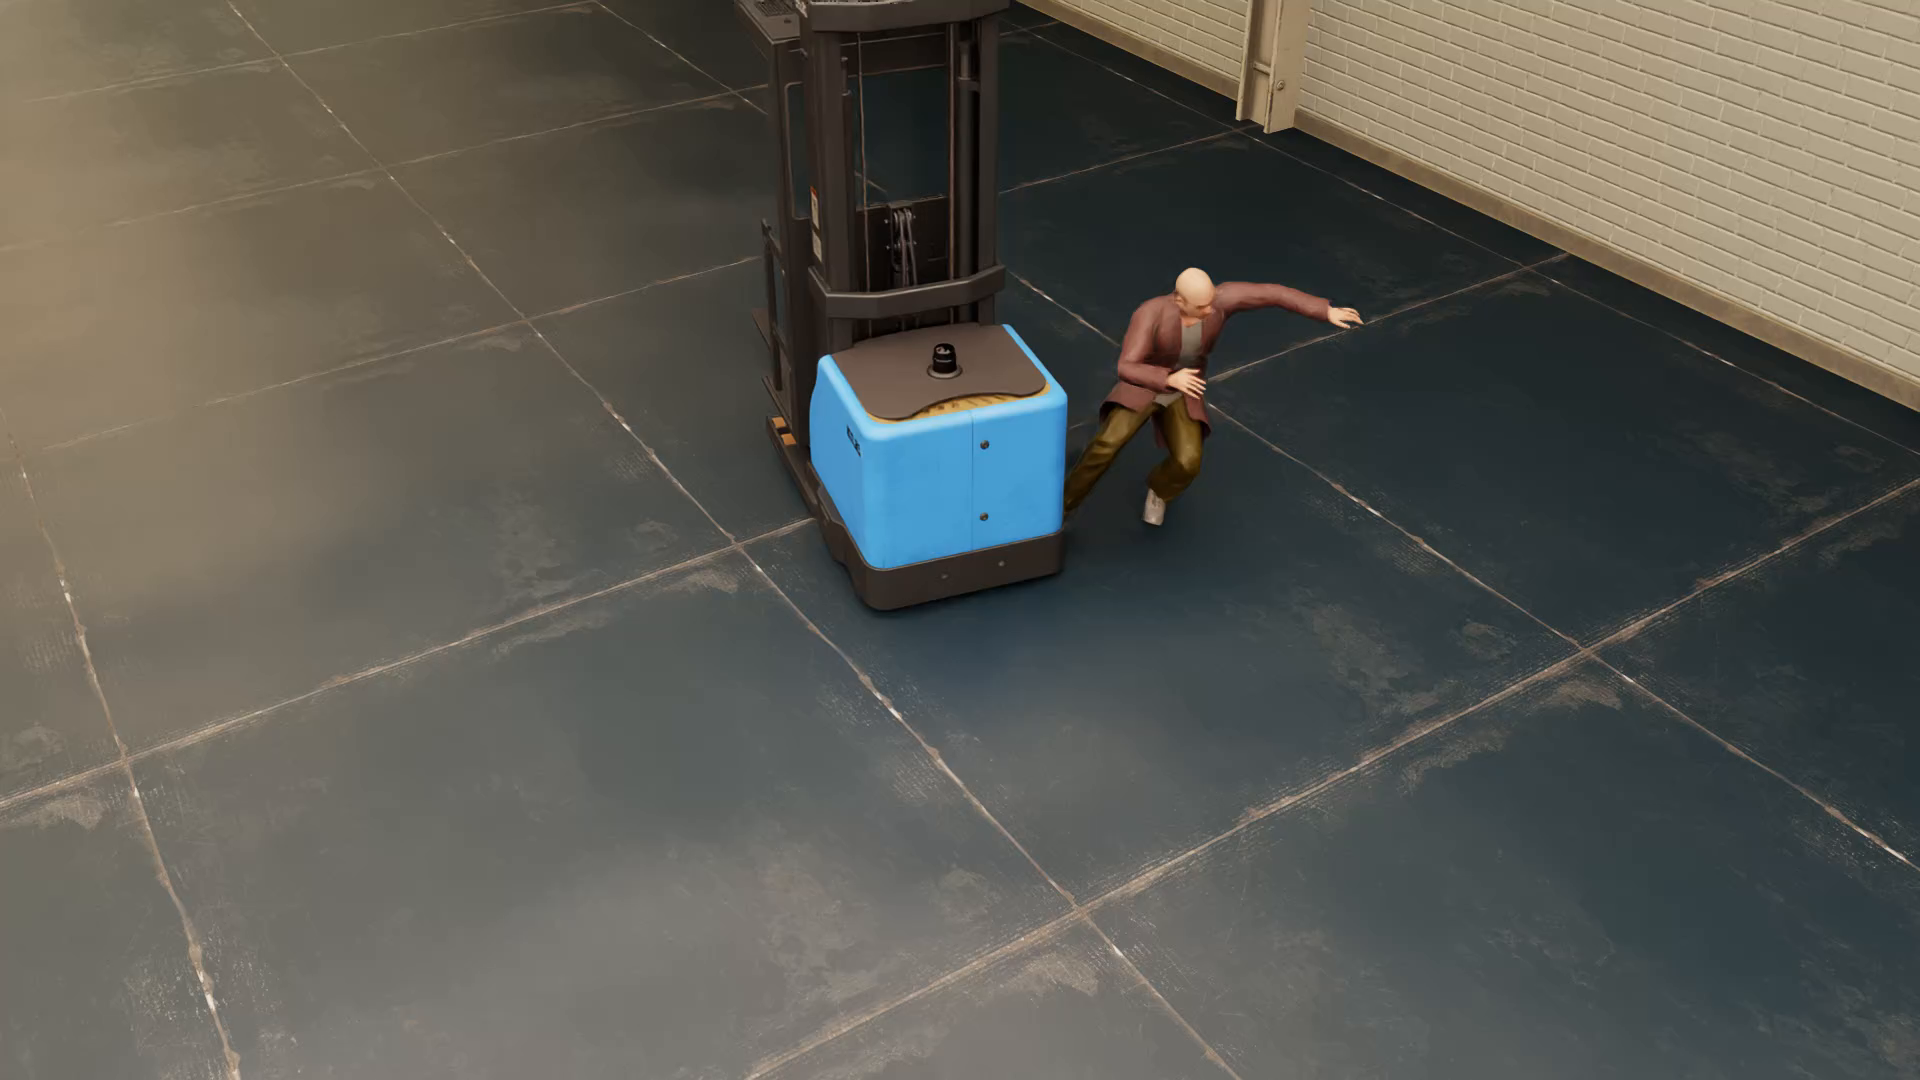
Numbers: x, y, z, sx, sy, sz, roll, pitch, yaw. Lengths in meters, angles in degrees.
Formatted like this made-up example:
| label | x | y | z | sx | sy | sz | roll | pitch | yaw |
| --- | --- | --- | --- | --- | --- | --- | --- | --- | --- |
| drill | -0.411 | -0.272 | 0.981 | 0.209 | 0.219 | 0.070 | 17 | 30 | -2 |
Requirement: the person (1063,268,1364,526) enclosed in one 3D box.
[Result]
| label | x | y | z | sx | sy | sz | roll | pitch | yaw |
| --- | --- | --- | --- | --- | --- | --- | --- | --- | --- |
| person | 1.151 | -0.702 | 8.375 | 1.679 | 1.430 | 0.815 | -8 | 36 | -12 |

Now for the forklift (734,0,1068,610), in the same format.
| label | x | y | z | sx | sy | sz | roll | pitch | yaw |
| --- | --- | --- | --- | --- | --- | --- | --- | --- | --- |
| forklift | -0.458 | -1.704 | 8.572 | 1.130 | 2.935 | 3.031 | -12 | 37 | -16 |
